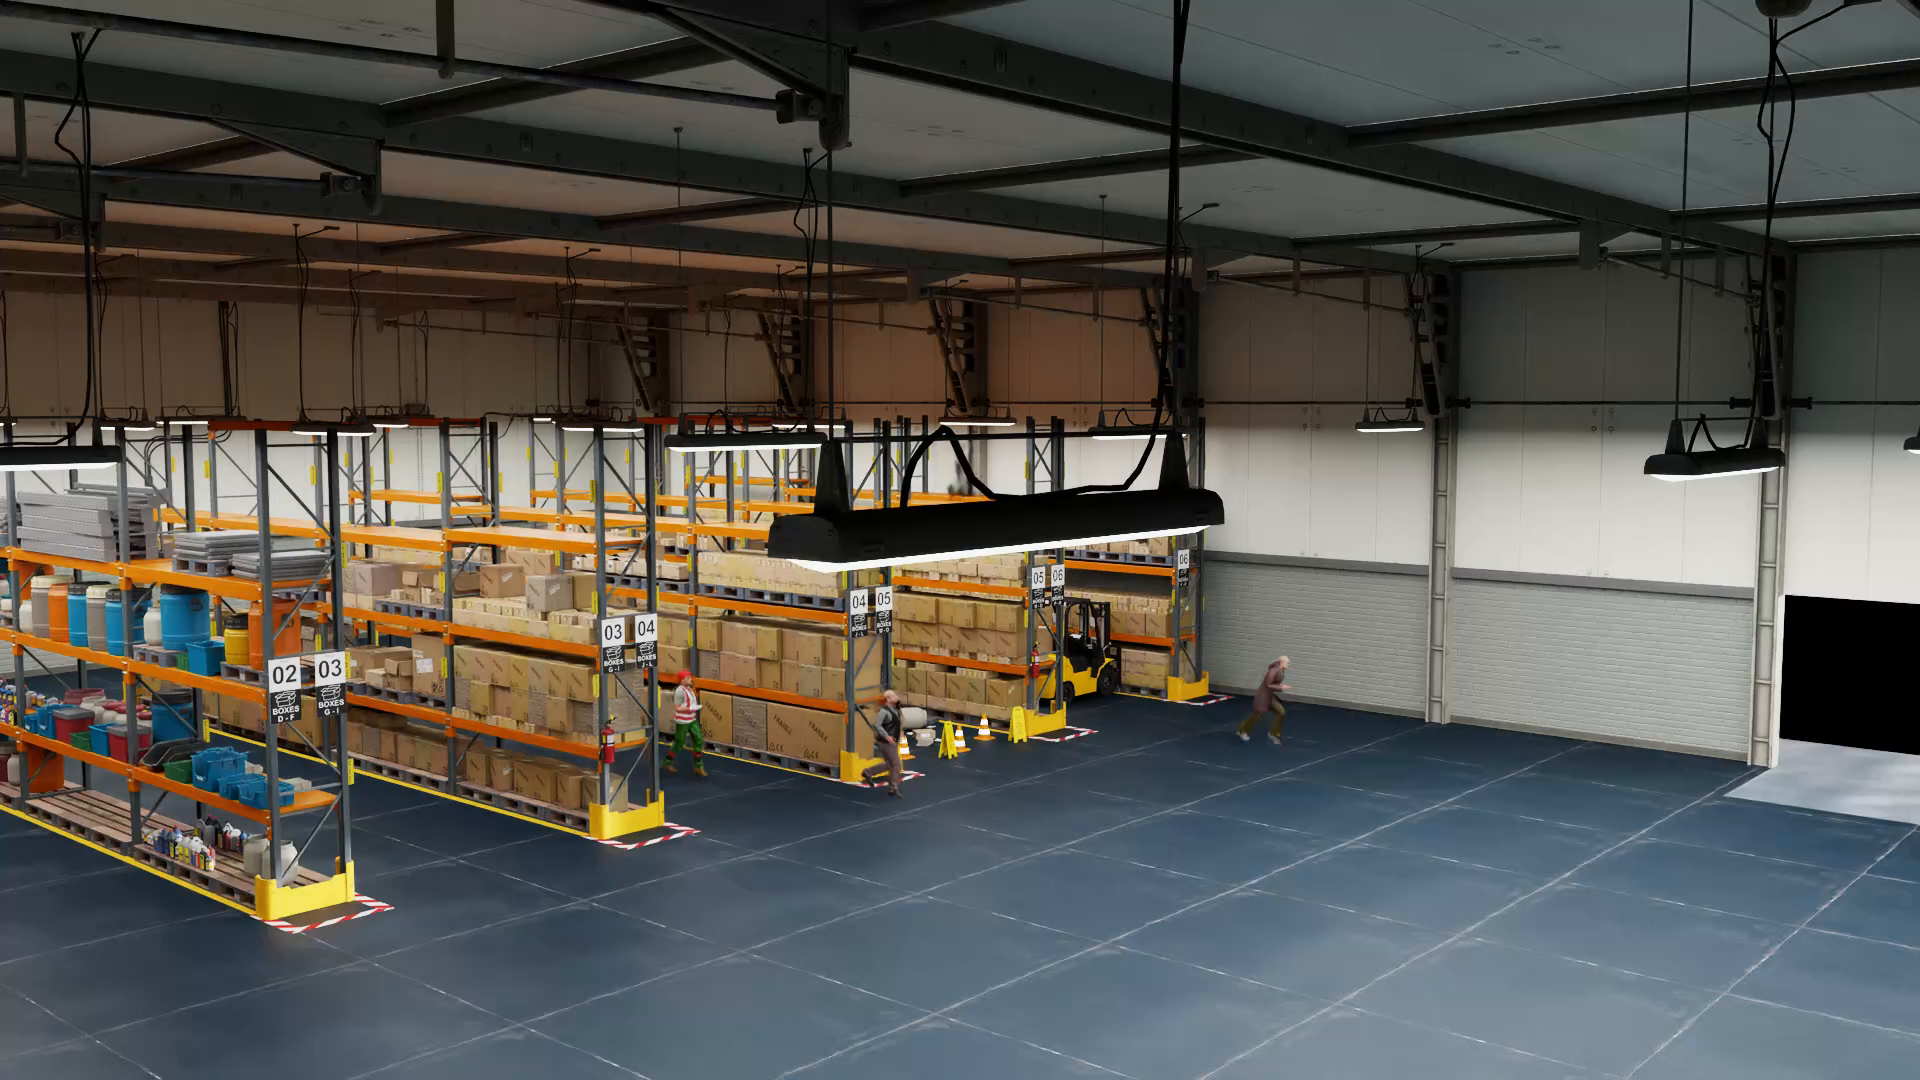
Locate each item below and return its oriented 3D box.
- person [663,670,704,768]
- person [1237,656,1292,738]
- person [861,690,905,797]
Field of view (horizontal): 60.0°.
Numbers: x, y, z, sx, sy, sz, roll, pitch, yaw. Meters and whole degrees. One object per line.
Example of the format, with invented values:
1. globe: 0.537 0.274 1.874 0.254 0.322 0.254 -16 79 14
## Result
1. person: -4.635 3.025 28.111 0.799 1.697 0.496 2 5 20
2. person: 5.645 2.875 30.734 1.038 1.540 0.752 3 5 29
3. person: -1.238 3.265 26.756 0.760 1.735 0.654 1 5 12
